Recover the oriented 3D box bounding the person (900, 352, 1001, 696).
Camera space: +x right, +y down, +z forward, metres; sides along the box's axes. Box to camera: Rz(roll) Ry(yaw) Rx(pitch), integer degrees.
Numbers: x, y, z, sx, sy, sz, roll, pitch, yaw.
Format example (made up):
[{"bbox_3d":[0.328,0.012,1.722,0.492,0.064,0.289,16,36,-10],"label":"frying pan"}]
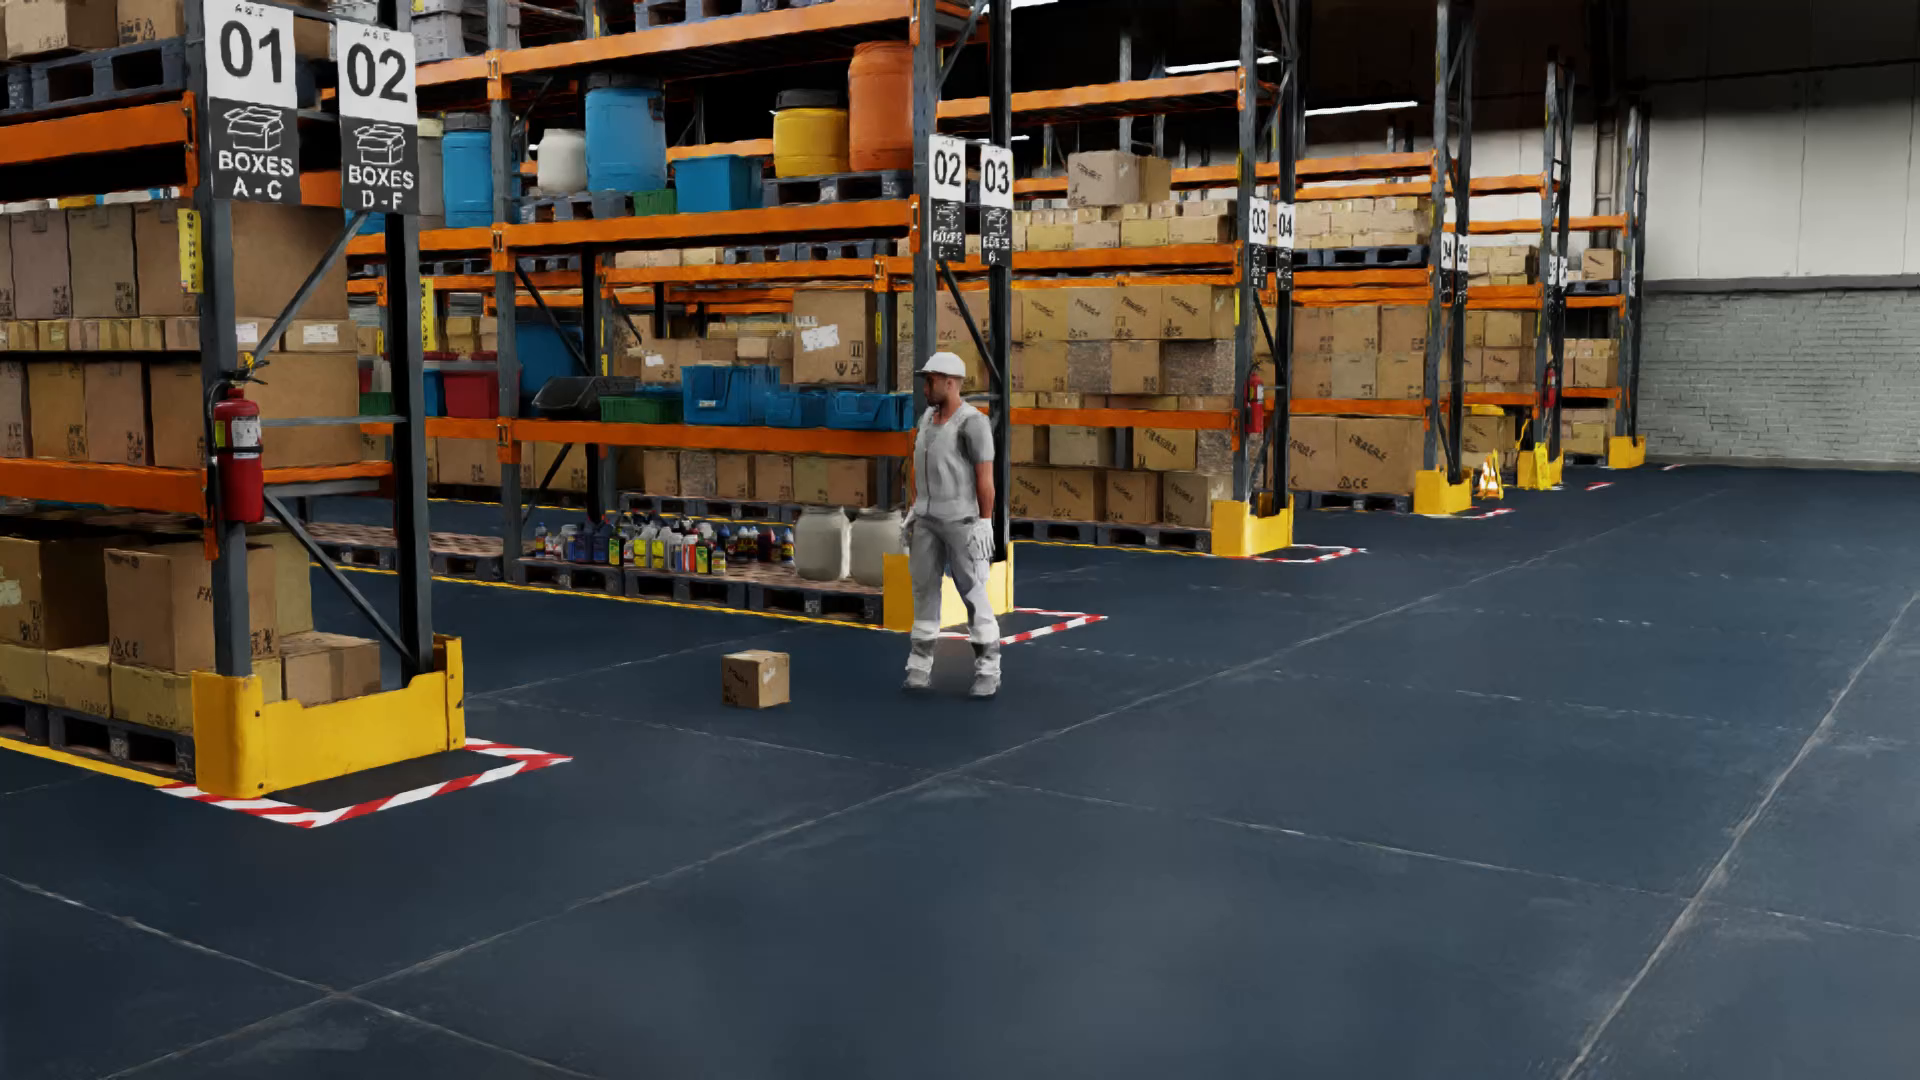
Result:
[{"bbox_3d":[-0.072,-0.086,8.718,0.526,1.794,0.578,-6,9,-43],"label":"person"}]
